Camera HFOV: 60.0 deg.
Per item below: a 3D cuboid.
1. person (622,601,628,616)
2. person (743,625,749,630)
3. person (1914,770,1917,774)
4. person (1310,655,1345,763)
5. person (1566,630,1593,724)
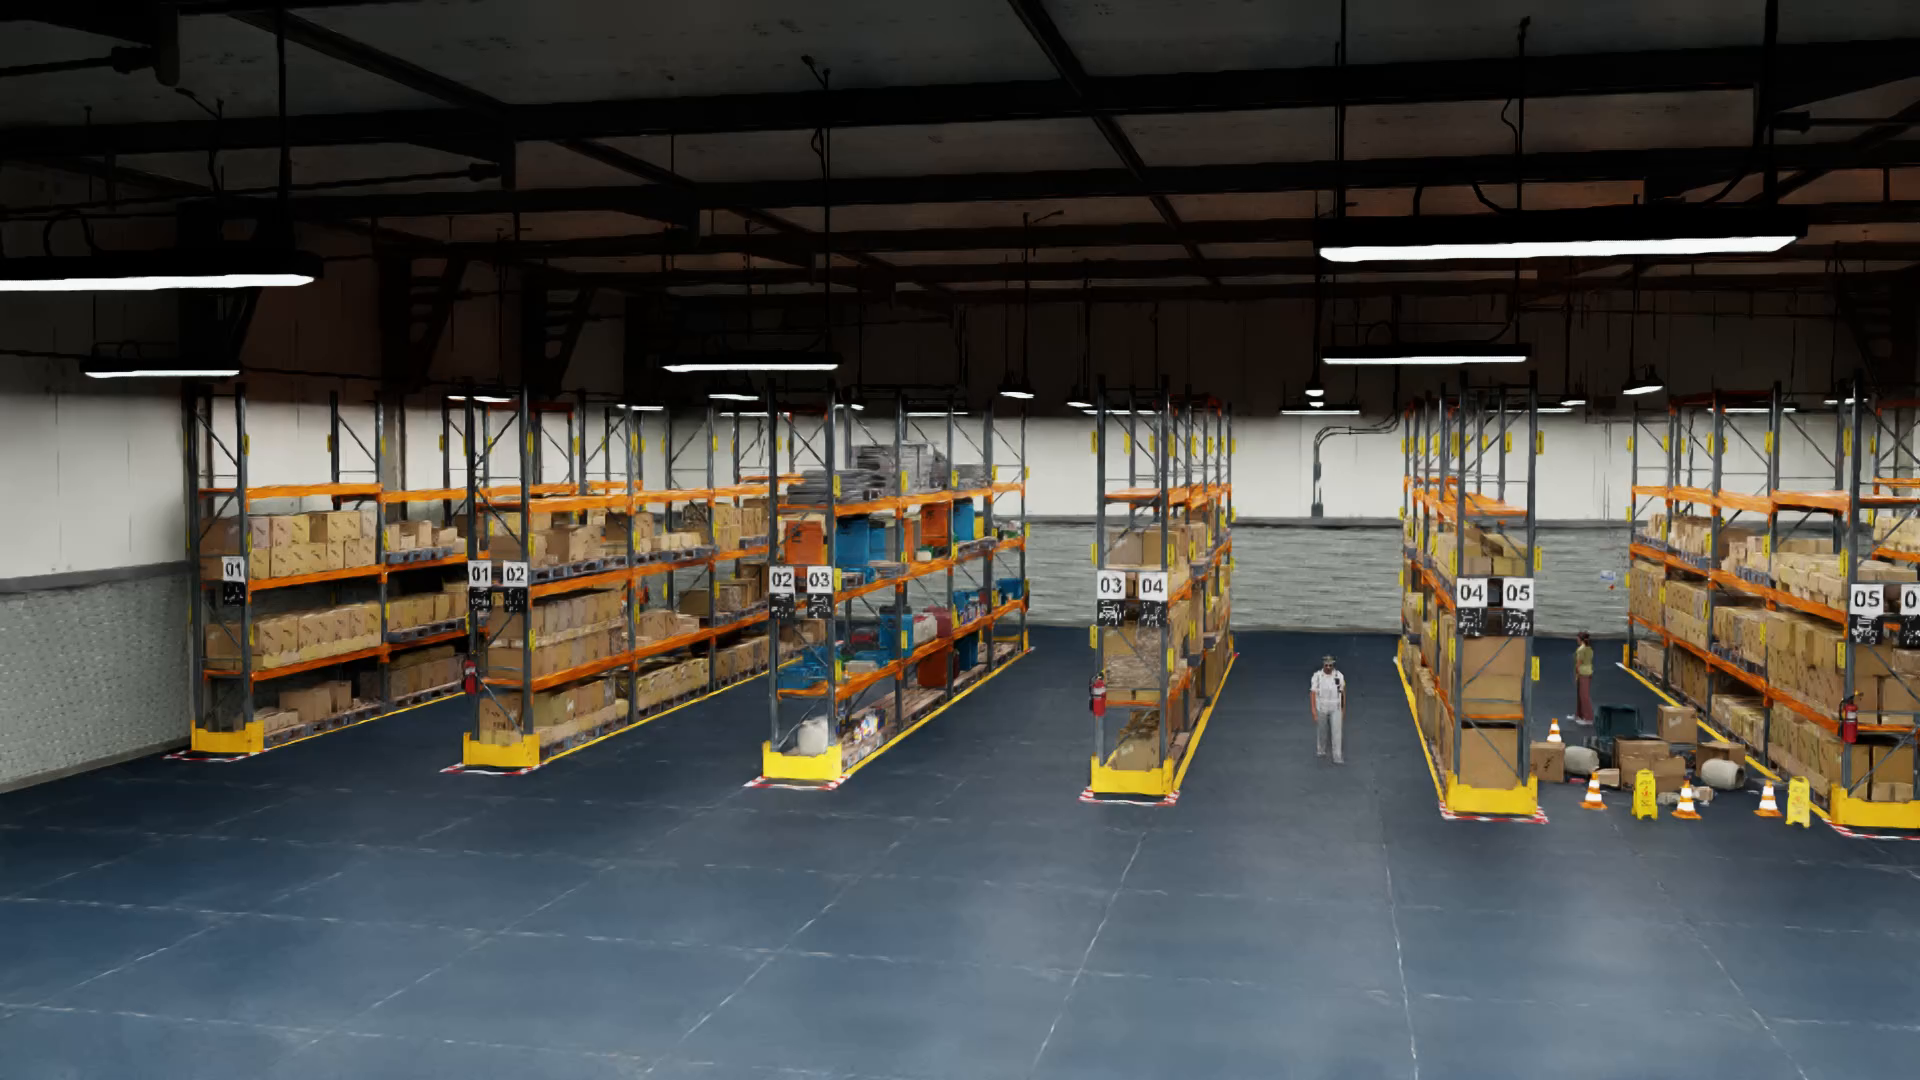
[{"bbox_3d":[-7.804,1.986,37.982,0.688,1.712,0.782,1,3,17],"label":"person"},{"bbox_3d":[-5.446,1.851,41.184,0.478,1.567,1.083,1,3,10],"label":"person"},{"bbox_3d":[14.587,2.683,24.793,0.599,1.781,0.678,3,4,38],"label":"person"},{"bbox_3d":[5.812,2.637,26.281,0.547,1.670,1.116,1,3,10],"label":"person"},{"bbox_3d":[11.156,2.444,29.877,0.564,1.663,0.561,3,4,42],"label":"person"}]
